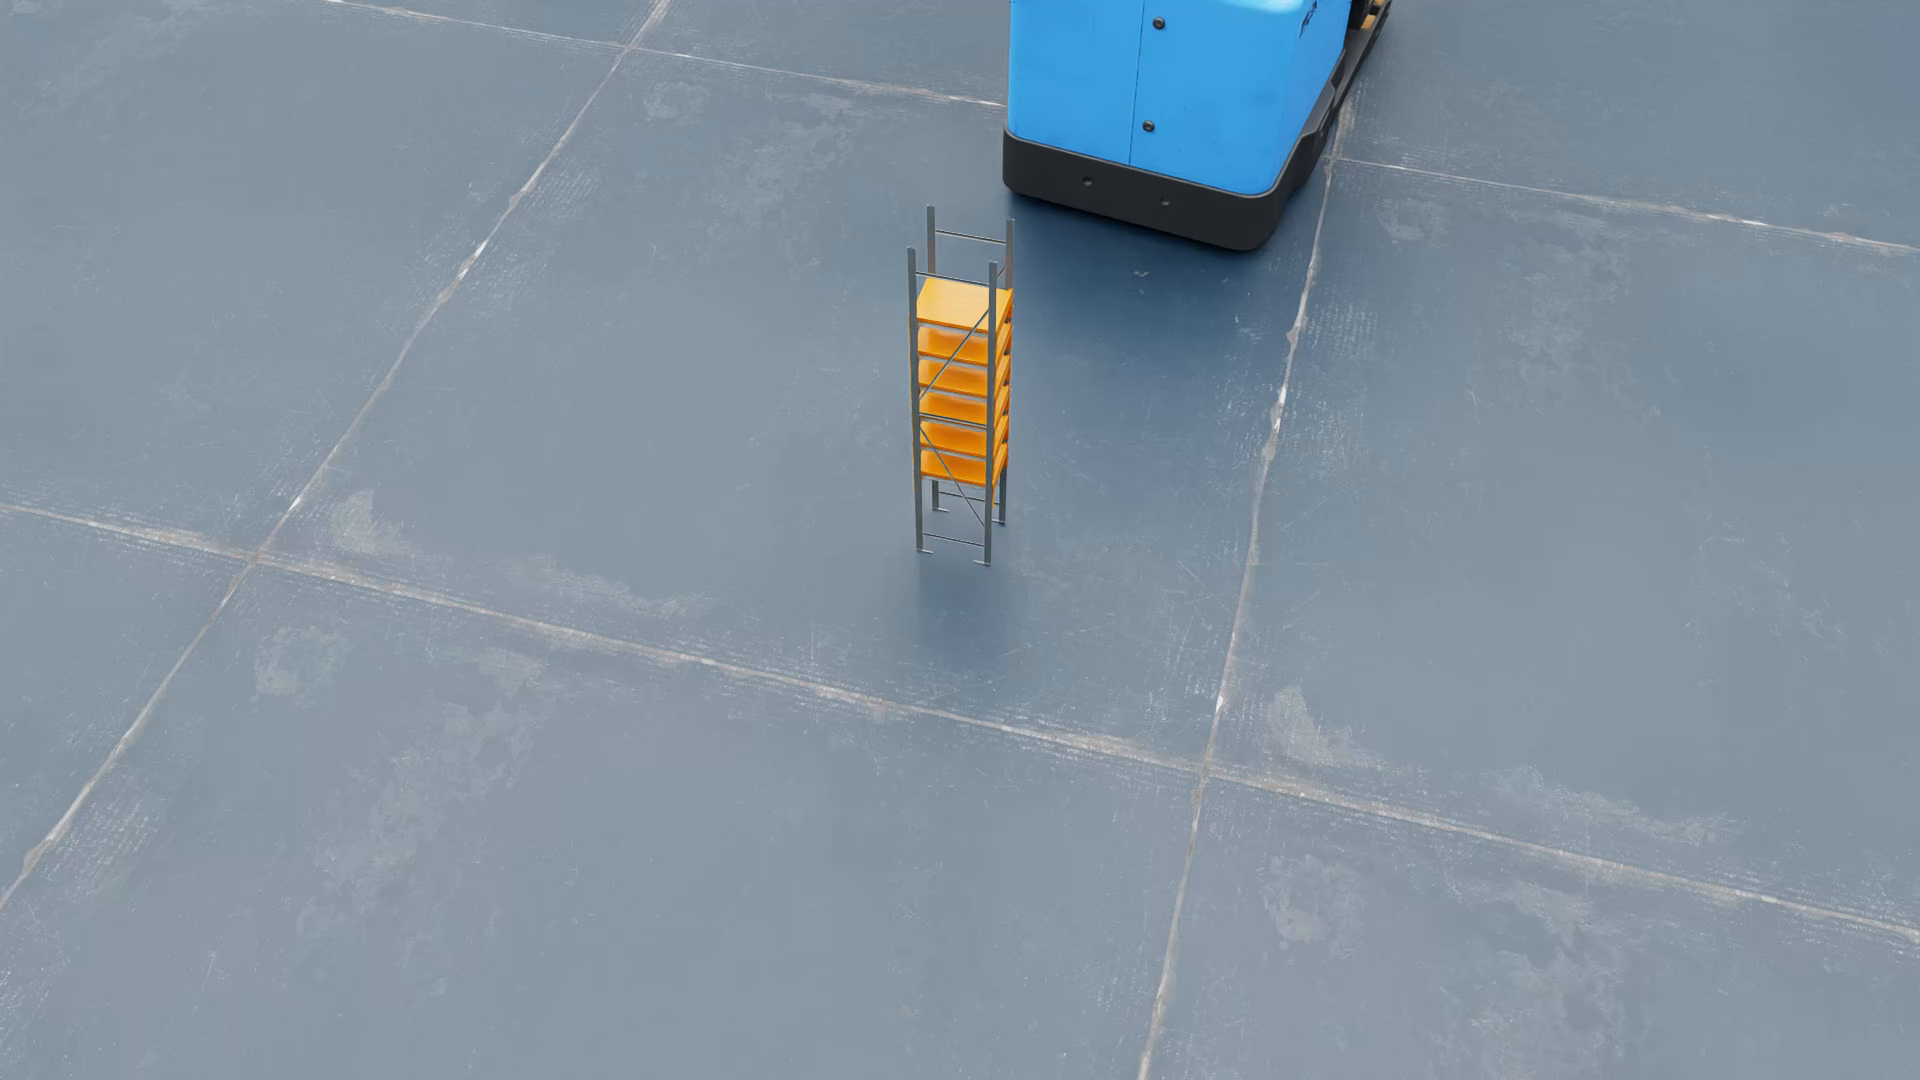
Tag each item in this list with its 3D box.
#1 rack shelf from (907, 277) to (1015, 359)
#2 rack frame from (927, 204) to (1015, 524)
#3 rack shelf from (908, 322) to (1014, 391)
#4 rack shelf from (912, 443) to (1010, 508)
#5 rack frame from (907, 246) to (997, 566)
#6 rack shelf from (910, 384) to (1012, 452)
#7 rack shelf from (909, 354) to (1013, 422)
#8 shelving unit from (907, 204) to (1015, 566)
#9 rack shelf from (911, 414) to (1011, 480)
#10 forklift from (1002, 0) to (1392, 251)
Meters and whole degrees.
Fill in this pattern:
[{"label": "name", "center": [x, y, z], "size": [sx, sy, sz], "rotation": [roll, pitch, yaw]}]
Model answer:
[{"label": "rack shelf", "center": [0.004, -0.616, 4.573], "size": [0.258, 0.103, 0.180], "rotation": [12, 50, 10]}, {"label": "rack frame", "center": [0.028, -0.474, 4.868], "size": [0.240, 1.200, 0.006], "rotation": [12, 50, 10]}, {"label": "rack shelf", "center": [0.004, -0.537, 4.663], "size": [0.258, 0.103, 0.180], "rotation": [12, 50, 10]}, {"label": "rack shelf", "center": [0.004, -0.219, 5.023], "size": [0.258, 0.103, 0.180], "rotation": [12, 50, 10]}, {"label": "rack frame", "center": [-0.020, -0.341, 4.751], "size": [0.240, 1.200, 0.006], "rotation": [12, 50, 10]}, {"label": "rack shelf", "center": [0.004, -0.378, 4.843], "size": [0.258, 0.103, 0.180], "rotation": [12, 50, 10]}, {"label": "rack shelf", "center": [0.004, -0.458, 4.753], "size": [0.258, 0.103, 0.180], "rotation": [12, 50, 10]}, {"label": "shelving unit", "center": [0.004, -0.407, 4.809], "size": [0.258, 1.200, 0.189], "rotation": [12, 50, 10]}, {"label": "rack shelf", "center": [0.004, -0.299, 4.933], "size": [0.258, 0.103, 0.180], "rotation": [12, 50, 10]}, {"label": "forklift", "center": [1.214, -3.154, 6.078], "size": [1.130, 2.935, 3.031], "rotation": [18, 51, 15]}]
